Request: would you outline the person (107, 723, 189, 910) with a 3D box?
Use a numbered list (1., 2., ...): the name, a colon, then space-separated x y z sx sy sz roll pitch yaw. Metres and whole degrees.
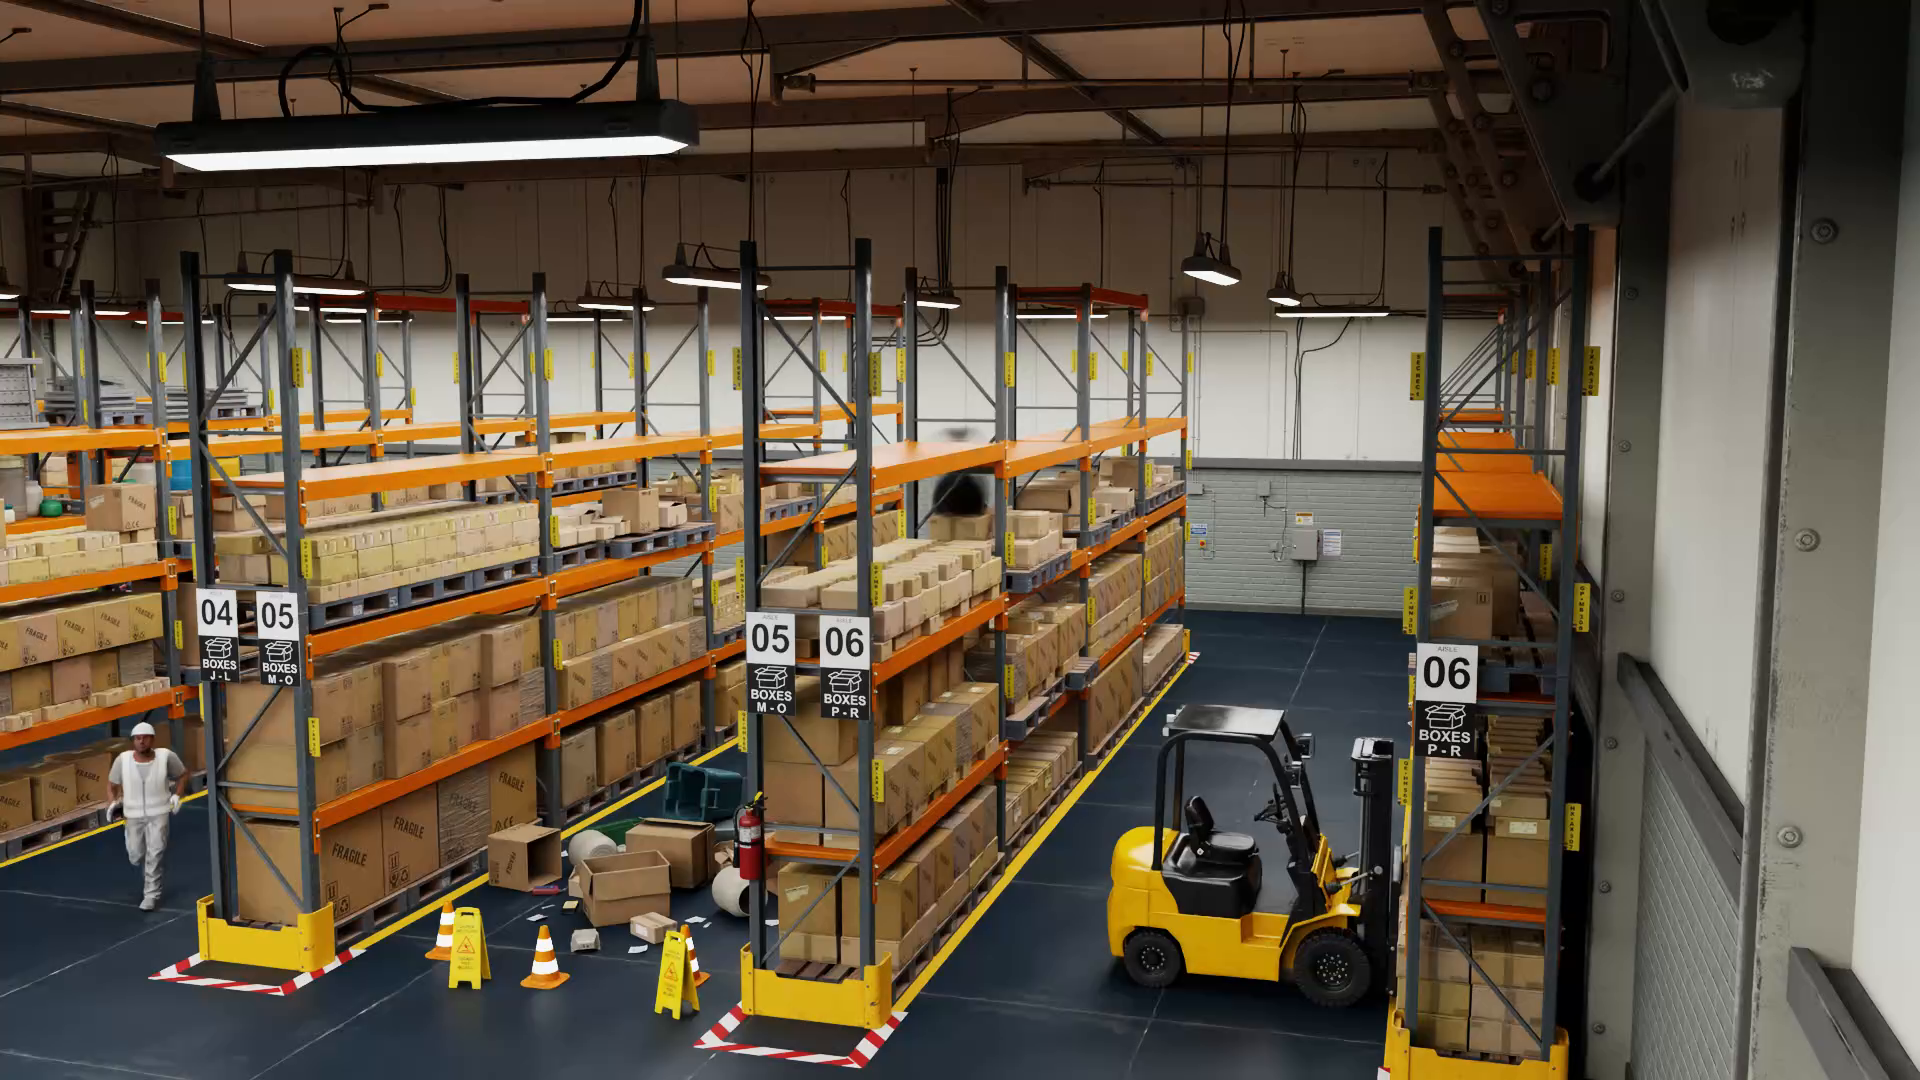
1. person: -7.647 2.563 15.678 0.687 1.741 0.746 -2 7 -16
